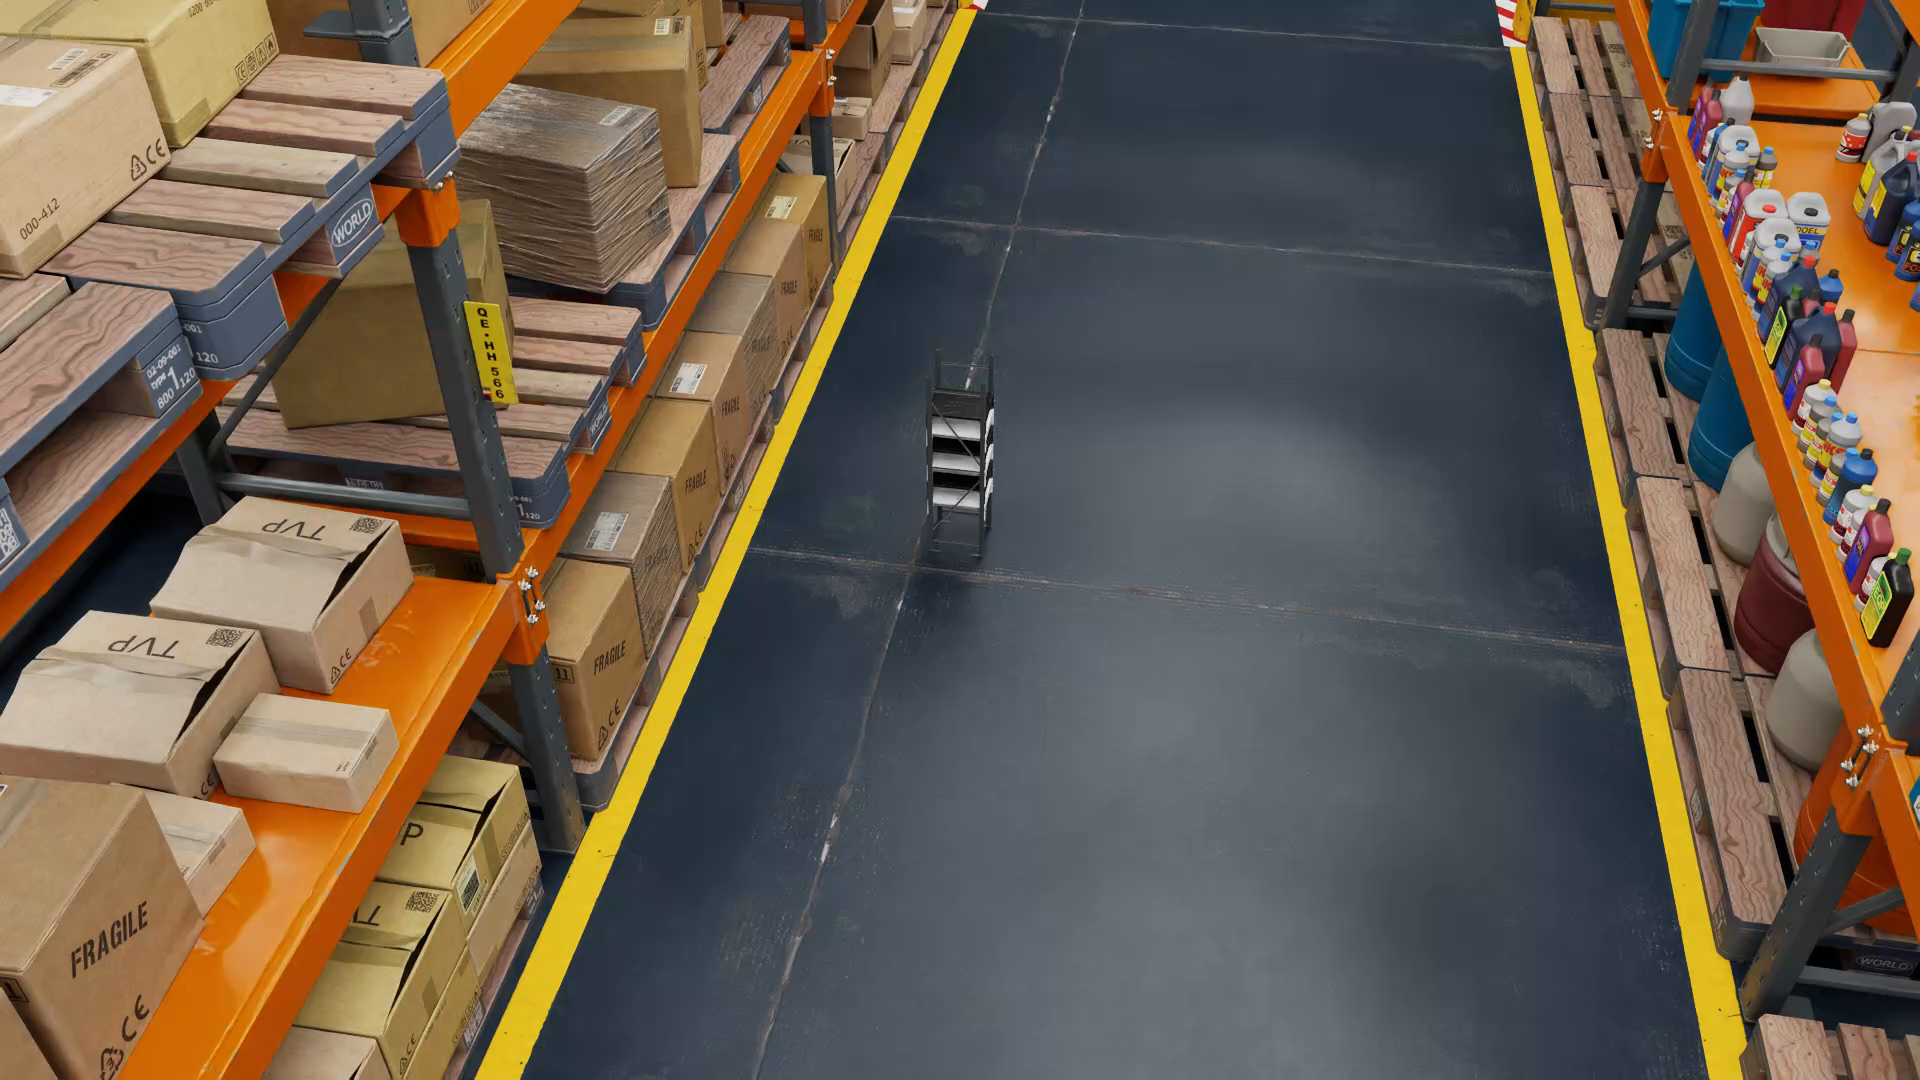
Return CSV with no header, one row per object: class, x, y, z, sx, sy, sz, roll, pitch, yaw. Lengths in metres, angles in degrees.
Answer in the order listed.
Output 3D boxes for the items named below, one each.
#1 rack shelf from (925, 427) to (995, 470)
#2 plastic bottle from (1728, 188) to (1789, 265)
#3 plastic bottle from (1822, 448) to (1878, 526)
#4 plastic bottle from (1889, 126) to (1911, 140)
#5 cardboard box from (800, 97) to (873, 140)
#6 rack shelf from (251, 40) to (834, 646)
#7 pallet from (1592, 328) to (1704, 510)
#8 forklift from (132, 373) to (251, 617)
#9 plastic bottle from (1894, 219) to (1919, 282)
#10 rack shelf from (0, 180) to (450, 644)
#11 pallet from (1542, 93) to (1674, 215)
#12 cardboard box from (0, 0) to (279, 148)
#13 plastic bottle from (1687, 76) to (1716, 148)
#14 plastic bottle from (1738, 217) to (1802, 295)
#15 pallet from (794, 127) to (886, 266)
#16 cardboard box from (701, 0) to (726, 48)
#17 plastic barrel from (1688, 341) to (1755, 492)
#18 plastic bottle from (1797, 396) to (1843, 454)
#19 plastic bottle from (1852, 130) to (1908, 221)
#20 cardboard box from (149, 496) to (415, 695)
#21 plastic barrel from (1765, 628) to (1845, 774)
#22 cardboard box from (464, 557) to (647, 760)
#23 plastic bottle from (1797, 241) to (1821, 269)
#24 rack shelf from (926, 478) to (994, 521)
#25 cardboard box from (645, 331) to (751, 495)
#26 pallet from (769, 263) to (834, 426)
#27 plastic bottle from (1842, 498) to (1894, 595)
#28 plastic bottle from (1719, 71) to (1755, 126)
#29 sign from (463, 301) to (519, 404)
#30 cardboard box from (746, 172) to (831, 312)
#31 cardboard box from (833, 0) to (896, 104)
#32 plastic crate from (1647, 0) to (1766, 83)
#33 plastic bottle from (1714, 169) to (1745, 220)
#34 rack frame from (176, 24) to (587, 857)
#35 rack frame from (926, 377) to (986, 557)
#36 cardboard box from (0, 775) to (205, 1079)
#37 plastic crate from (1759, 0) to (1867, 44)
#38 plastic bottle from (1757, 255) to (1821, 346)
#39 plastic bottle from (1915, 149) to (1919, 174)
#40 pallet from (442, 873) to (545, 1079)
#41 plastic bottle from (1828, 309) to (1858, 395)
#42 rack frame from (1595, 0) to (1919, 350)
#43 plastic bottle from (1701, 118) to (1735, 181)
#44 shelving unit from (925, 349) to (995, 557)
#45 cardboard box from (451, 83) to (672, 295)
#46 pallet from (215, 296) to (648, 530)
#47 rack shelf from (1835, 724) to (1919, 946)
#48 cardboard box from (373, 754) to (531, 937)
rack shelf,0.001,-0.396,6.933,0.258,0.077,0.200,6,40,8
plastic bottle,3.109,-1.213,6.461,0.152,0.276,0.135,6,40,8
plastic bottle,2.793,-0.169,5.202,0.097,0.271,0.097,0,40,0
plastic bottle,3.981,-1.655,7.054,0.097,0.201,0.097,0,40,0
cardboard box,-0.728,-2.500,9.799,0.380,0.166,0.250,6,40,8
rack shelf,-1.500,-1.107,6.799,1.077,0.370,4.000,6,40,8
pallet,3.550,-0.536,7.733,1.003,0.211,1.213,6,40,8
forklift,-3.266,-1.437,6.688,1.130,2.935,3.031,7,40,9
plastic bottle,3.674,-1.130,6.364,0.097,0.271,0.097,0,40,0
rack shelf,-2.192,0.247,2.807,1.077,0.370,4.000,6,40,8
pallet,4.022,-2.250,9.805,1.003,0.211,1.213,6,40,8
cardboard box,-1.869,-1.098,3.658,0.500,0.250,0.500,4,40,4
plastic bottle,3.241,-1.863,7.241,0.061,0.283,0.133,6,40,8
plastic bottle,3.068,-1.068,6.285,0.152,0.276,0.135,6,40,8
pallet,-1.034,-1.995,9.498,1.003,0.211,1.213,6,40,8
cardboard box,-1.456,-2.567,7.593,0.700,0.500,0.500,-6,40,-7
plastic barrel,3.491,-0.660,7.011,0.600,0.901,0.708,6,40,8
plastic bottle,2.861,-0.387,5.519,0.097,0.201,0.097,0,40,0
plastic bottle,3.745,-1.475,6.718,0.144,0.351,0.185,6,40,8
cardboard box,-1.952,0.129,4.810,0.500,0.311,0.500,9,40,10
plastic barrel,3.110,0.543,5.862,0.421,0.512,0.421,0,40,0
cardboard box,-1.486,0.411,6.016,0.500,0.500,0.500,8,40,10
plastic bottle,3.195,-1.037,6.306,0.097,0.201,0.097,0,40,0
rack shelf,0.001,-0.188,7.105,0.258,0.077,0.200,6,40,8
cardboard box,-1.224,-0.561,7.191,0.500,0.500,0.500,5,40,6
pallet,-1.257,-1.050,8.354,1.003,0.211,1.213,6,40,8
plastic bottle,2.722,0.019,4.965,0.061,0.283,0.133,6,40,8
plastic bottle,3.337,-1.861,7.186,0.144,0.351,0.185,6,40,8
sign,-1.299,-0.516,4.612,0.100,0.325,0.005,6,40,8
cardboard box,-0.957,-1.504,8.332,0.500,0.500,0.500,6,40,7
cardboard box,-0.834,-3.026,10.170,0.797,0.503,0.637,6,40,8
plastic crate,3.469,-2.438,7.811,0.392,0.384,0.575,6,40,8
plastic bottle,3.142,-1.405,6.752,0.097,0.201,0.097,0,40,0
rack frame,-1.846,-0.129,5.052,1.000,3.000,0.127,6,40,8
rack frame,-0.016,-0.288,6.892,0.240,0.900,0.006,6,40,8
cardboard box,-2.120,0.887,3.744,0.500,0.500,0.500,4,40,5
plastic crate,4.126,-2.671,8.030,0.402,0.464,0.583,6,40,8
plastic bottle,3.003,-0.875,5.993,0.144,0.351,0.185,6,40,8
plastic bottle,3.887,-1.459,6.699,0.144,0.351,0.185,6,40,8
pallet,-2.027,1.458,5.321,1.003,0.211,1.213,6,40,8
plastic bottle,3.054,-0.654,5.778,0.061,0.283,0.133,6,40,8
rack frame,3.724,-2.091,7.425,1.000,3.000,0.127,6,40,8
plastic bottle,3.199,-1.639,6.979,0.097,0.271,0.097,0,40,0
shelving unit,0.001,-0.352,6.969,0.258,0.900,0.210,6,40,8
cardboard box,-1.502,-1.290,6.048,0.700,0.500,0.500,14,42,16
pallet,-1.798,-0.488,5.637,1.213,0.211,1.003,6,40,8
rack shelf,2.686,1.952,3.100,1.077,0.370,4.000,6,40,8
cardboard box,-1.694,0.909,5.185,0.500,0.311,0.500,7,40,9
